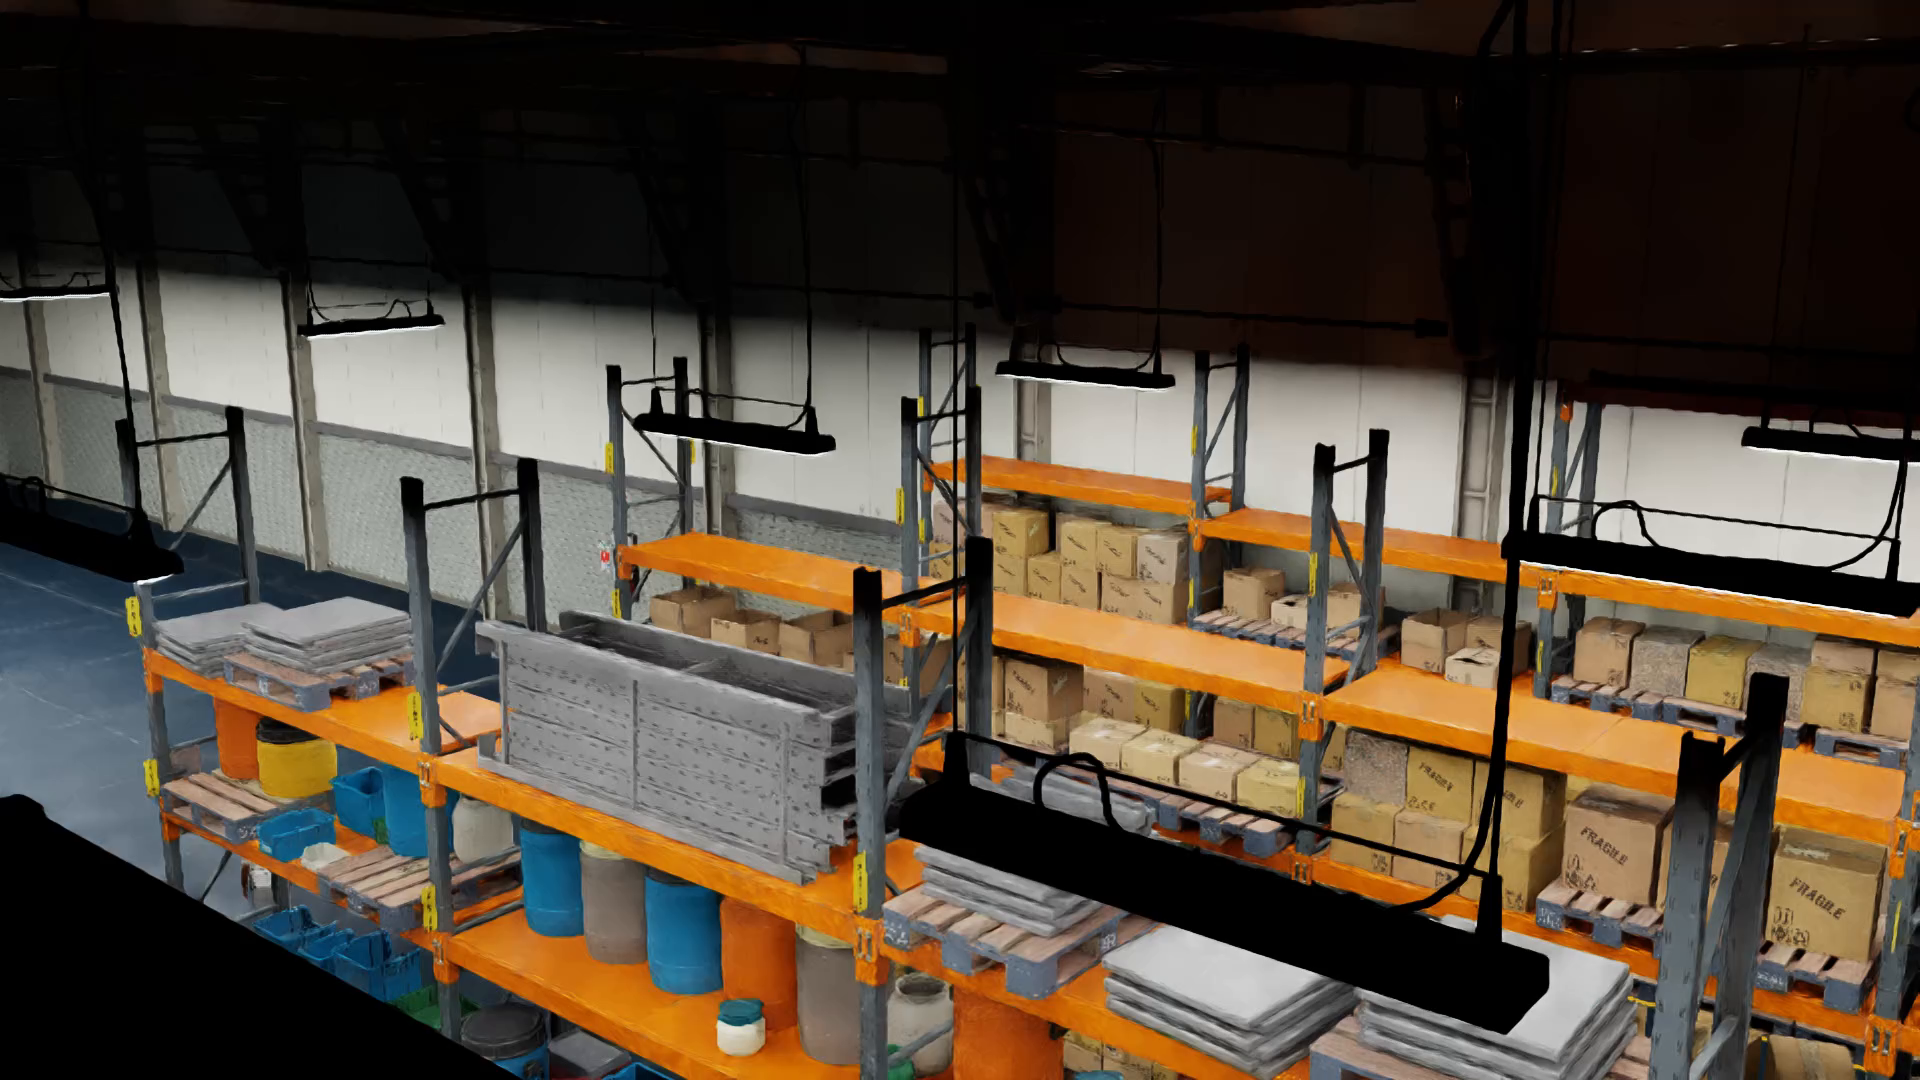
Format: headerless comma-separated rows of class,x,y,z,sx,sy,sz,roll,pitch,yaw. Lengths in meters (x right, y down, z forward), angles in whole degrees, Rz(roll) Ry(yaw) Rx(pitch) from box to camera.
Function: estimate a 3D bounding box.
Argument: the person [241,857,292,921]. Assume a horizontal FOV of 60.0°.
person,-7.050,3.517,17.023,0.531,1.629,0.592,9,16,36
